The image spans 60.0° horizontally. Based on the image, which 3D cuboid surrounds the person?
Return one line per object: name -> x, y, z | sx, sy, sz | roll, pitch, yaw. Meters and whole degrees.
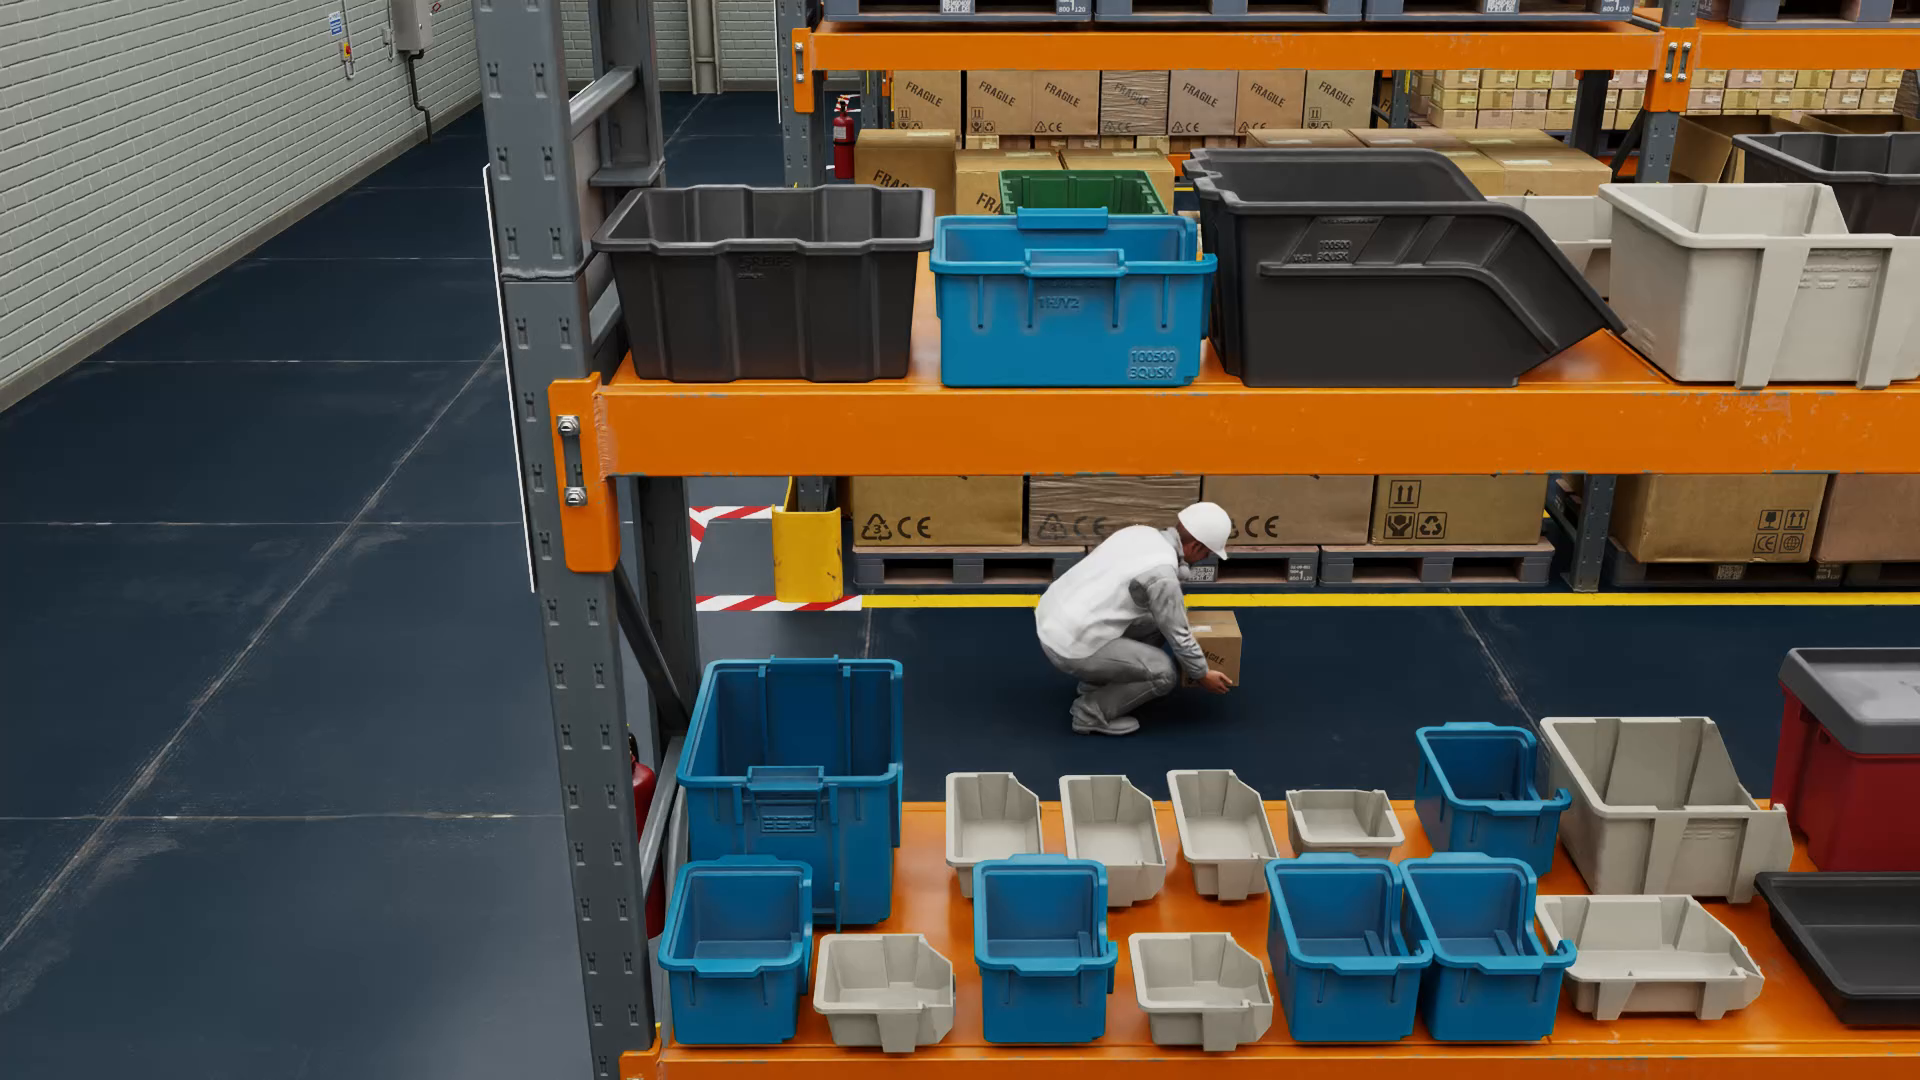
person -> 0.761, 0.324, 7.299 | 0.858, 1.003, 0.541 | 0, 24, 0
